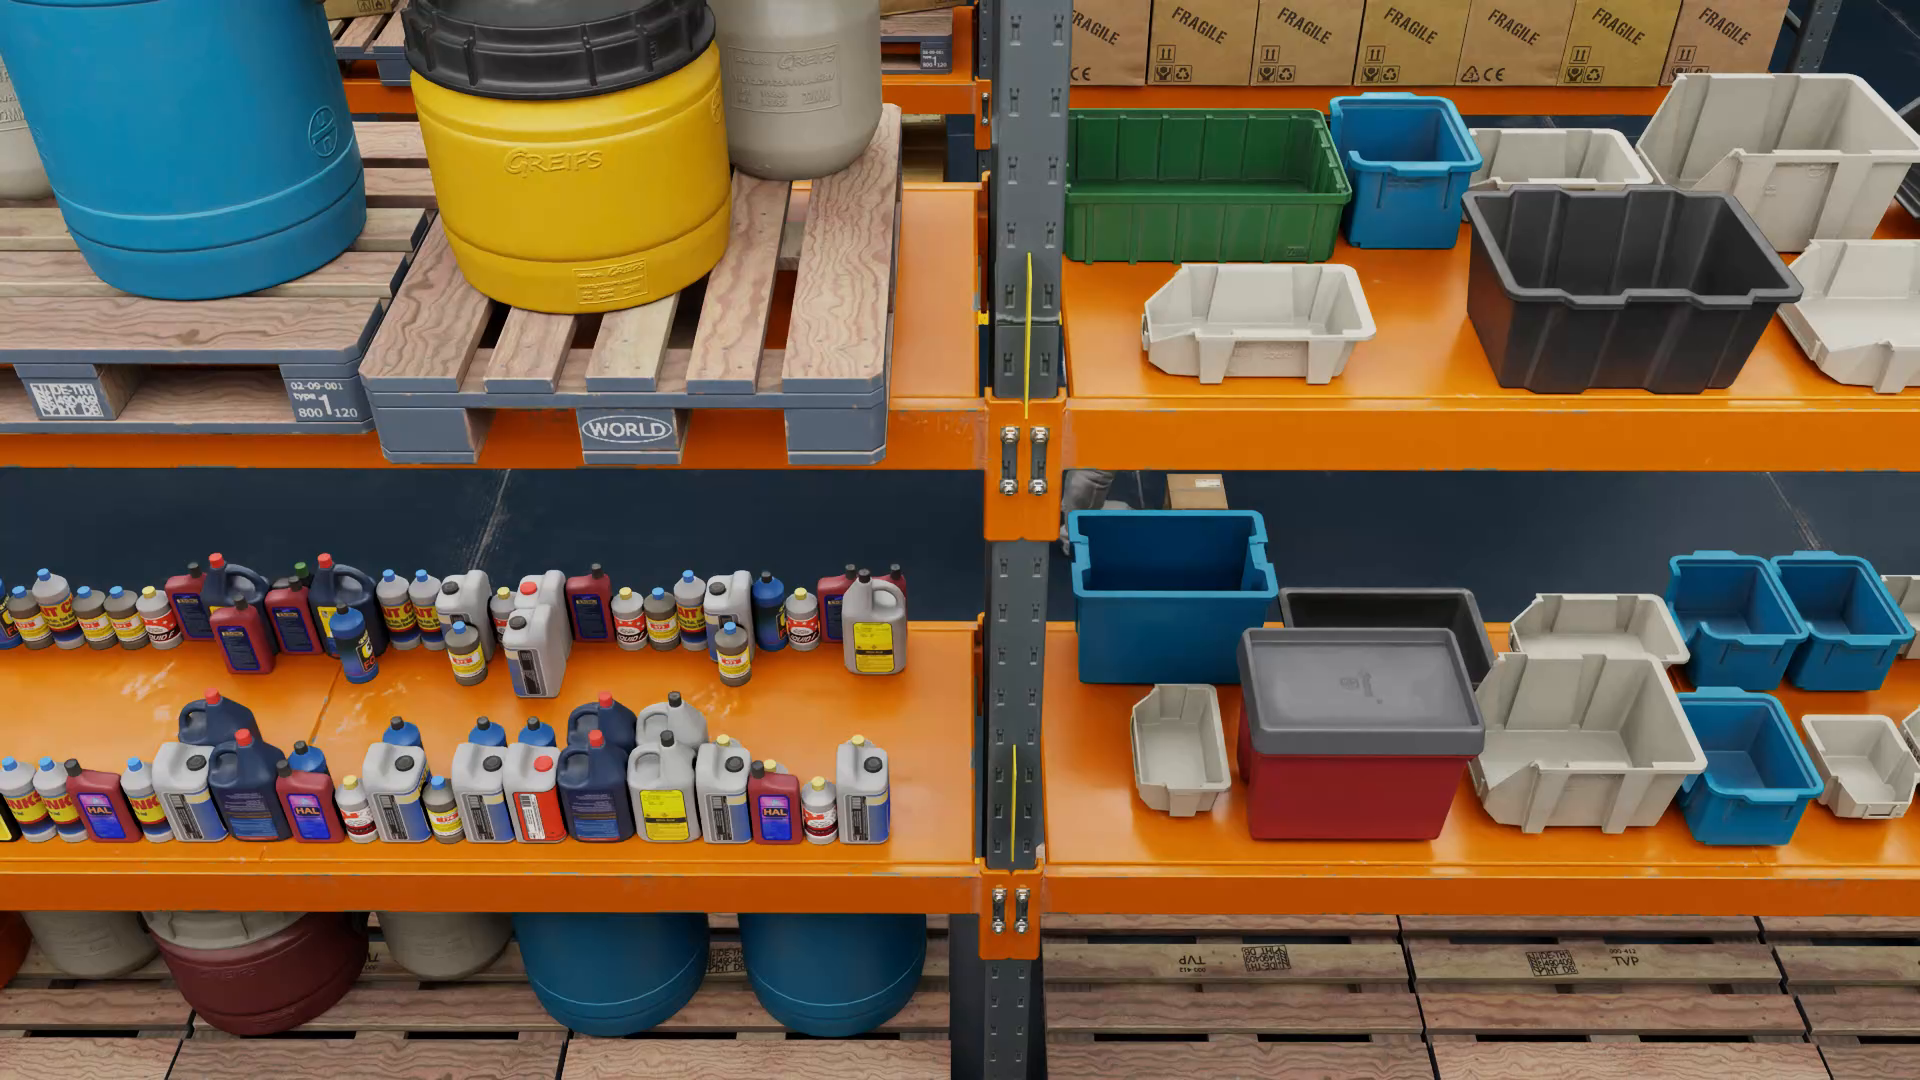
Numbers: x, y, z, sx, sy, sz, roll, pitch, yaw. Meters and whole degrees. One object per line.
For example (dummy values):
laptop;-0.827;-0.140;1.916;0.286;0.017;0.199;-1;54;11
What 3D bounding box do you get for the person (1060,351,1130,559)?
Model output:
person;0.597;-0.721;7.021;0.368;1.761;0.566;1;39;1
